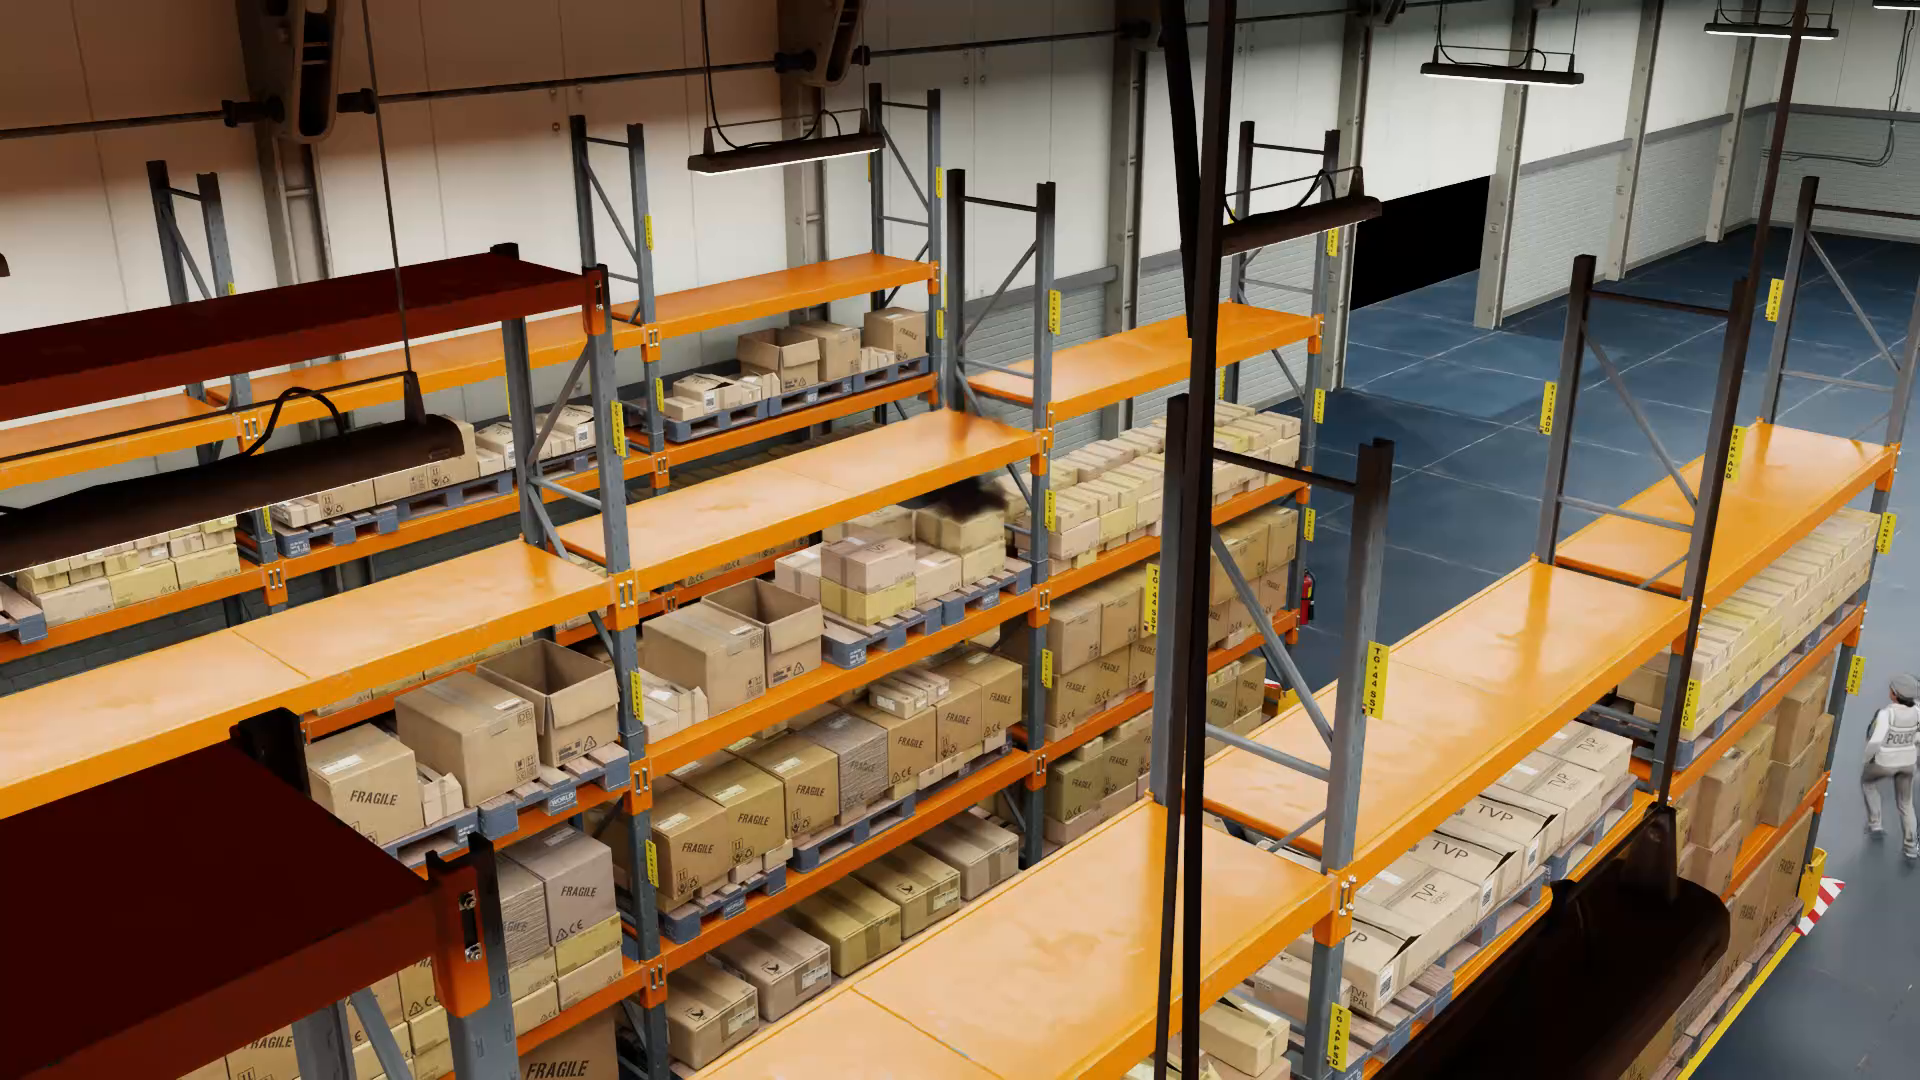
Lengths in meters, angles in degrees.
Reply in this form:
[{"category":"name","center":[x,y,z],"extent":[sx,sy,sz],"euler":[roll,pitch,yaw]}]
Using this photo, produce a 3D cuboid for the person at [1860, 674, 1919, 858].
[{"category":"person","center":[8.190,1.986,14.610],"extent":[0.661,1.708,0.675],"euler":[1,21,3]}]
